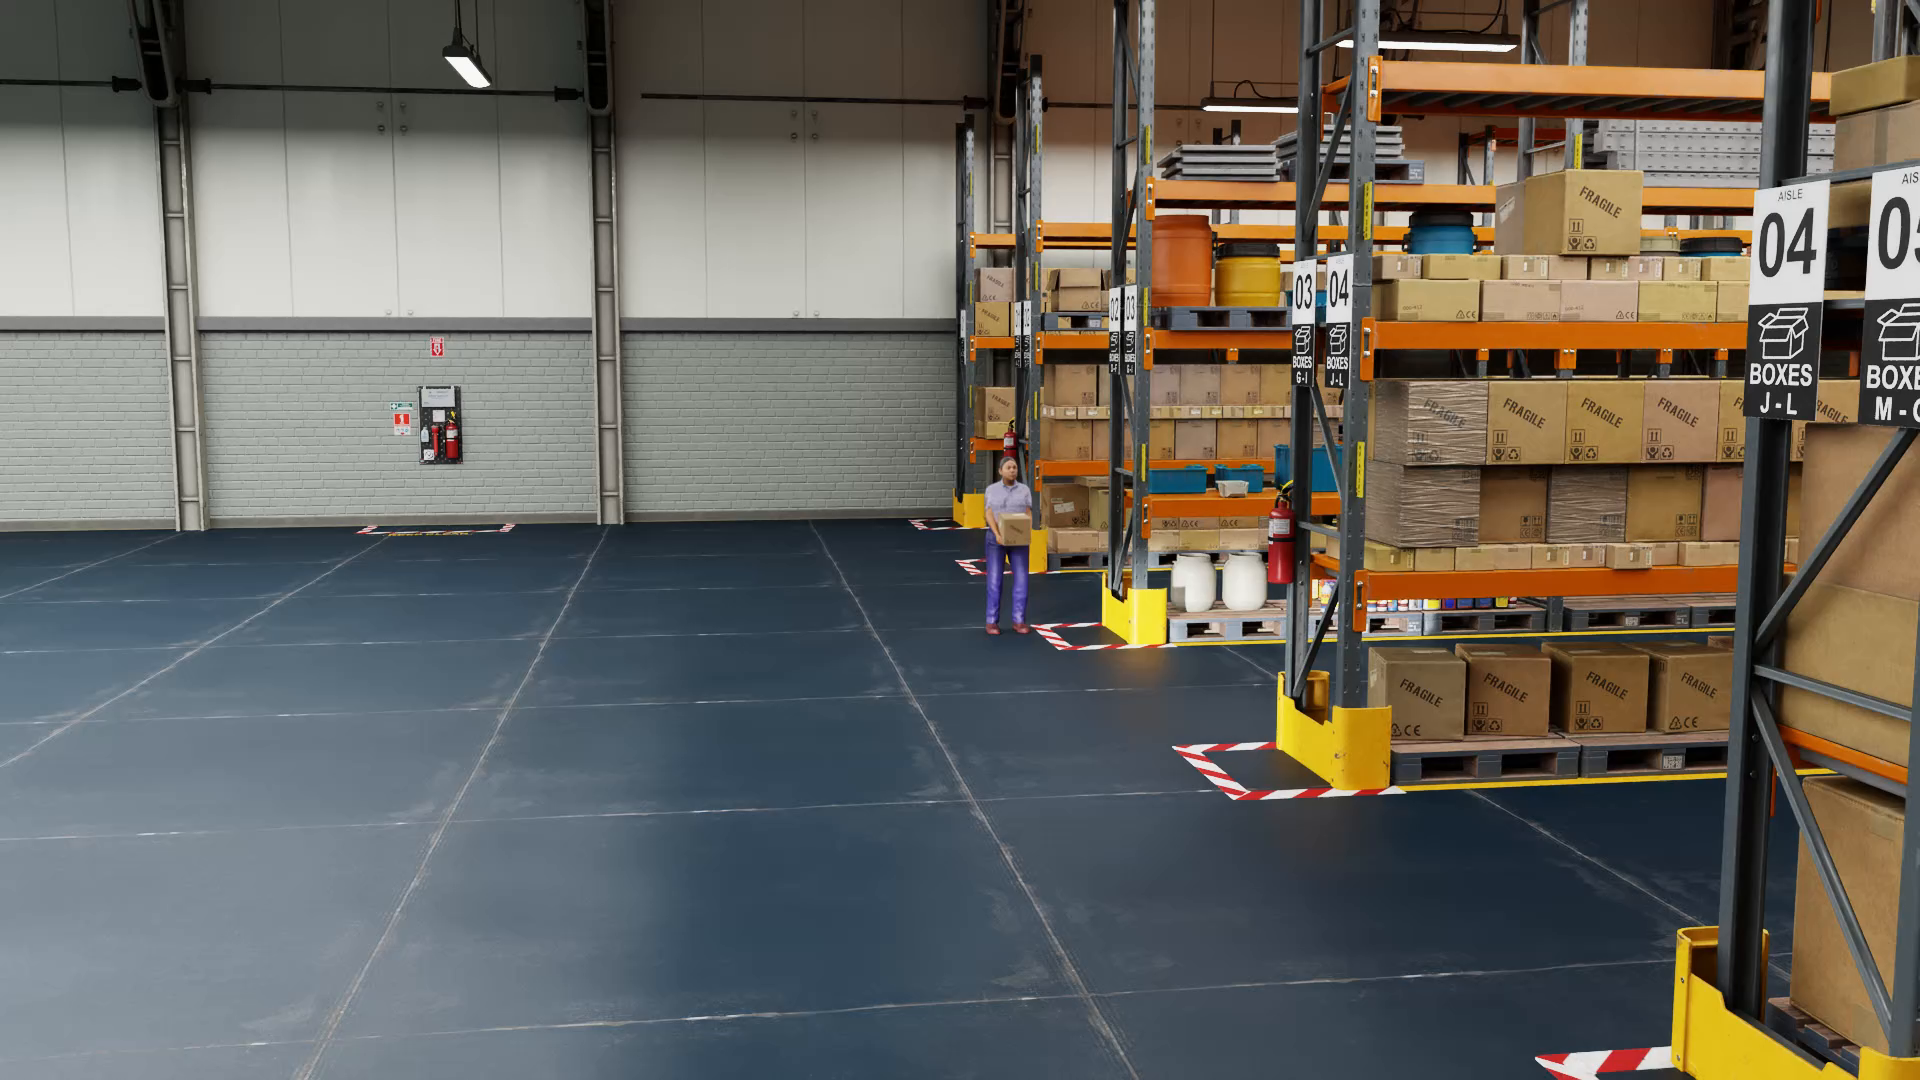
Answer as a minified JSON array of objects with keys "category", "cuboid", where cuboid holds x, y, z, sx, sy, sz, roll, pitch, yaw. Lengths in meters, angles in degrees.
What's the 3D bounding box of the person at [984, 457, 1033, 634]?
[{"category":"person","cuboid":[0.469,0.053,15.483,0.454,1.636,0.514,-1,7,-12]}]
